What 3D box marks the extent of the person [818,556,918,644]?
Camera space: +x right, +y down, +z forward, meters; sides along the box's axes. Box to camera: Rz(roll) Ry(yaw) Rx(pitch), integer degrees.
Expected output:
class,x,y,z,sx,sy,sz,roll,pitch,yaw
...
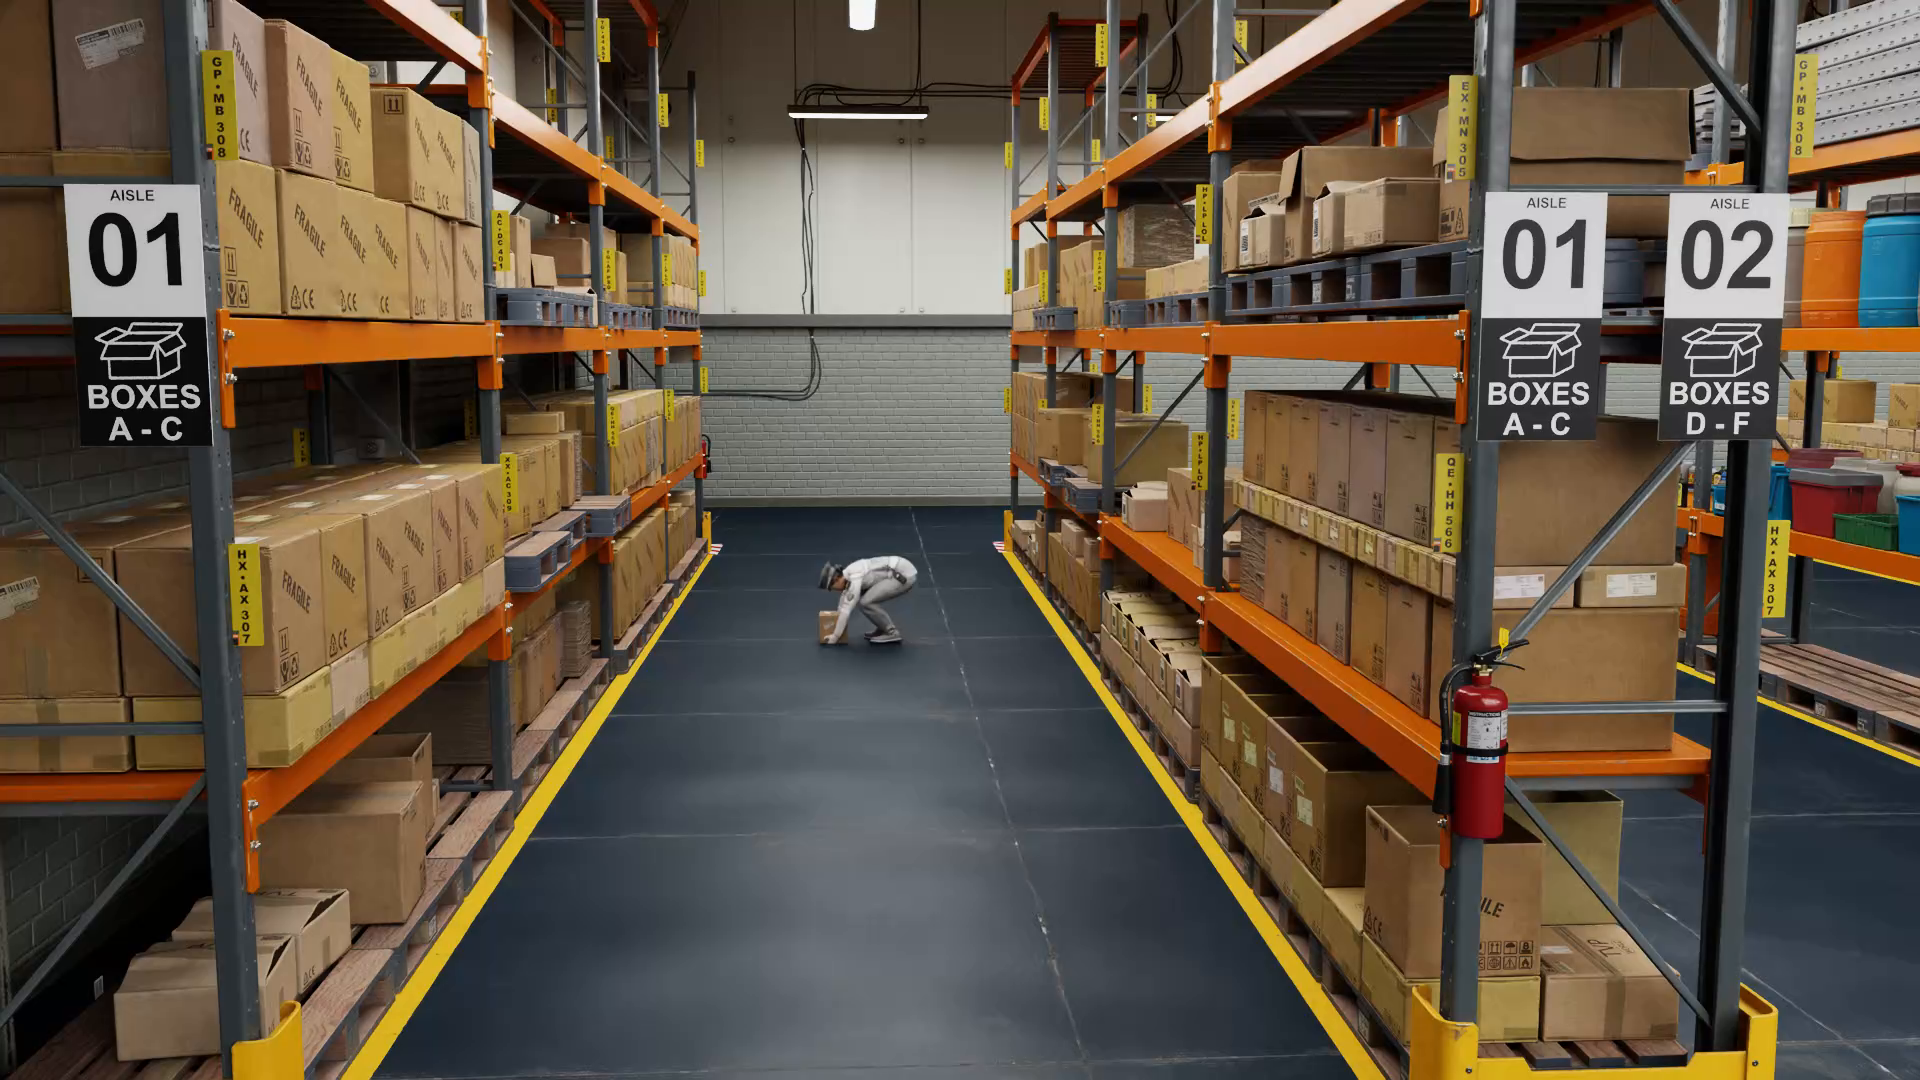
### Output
class,x,y,z,sx,sy,sz,roll,pitch,yaw
person,-0.836,0.548,15.062,0.908,0.791,0.457,-1,7,-6
